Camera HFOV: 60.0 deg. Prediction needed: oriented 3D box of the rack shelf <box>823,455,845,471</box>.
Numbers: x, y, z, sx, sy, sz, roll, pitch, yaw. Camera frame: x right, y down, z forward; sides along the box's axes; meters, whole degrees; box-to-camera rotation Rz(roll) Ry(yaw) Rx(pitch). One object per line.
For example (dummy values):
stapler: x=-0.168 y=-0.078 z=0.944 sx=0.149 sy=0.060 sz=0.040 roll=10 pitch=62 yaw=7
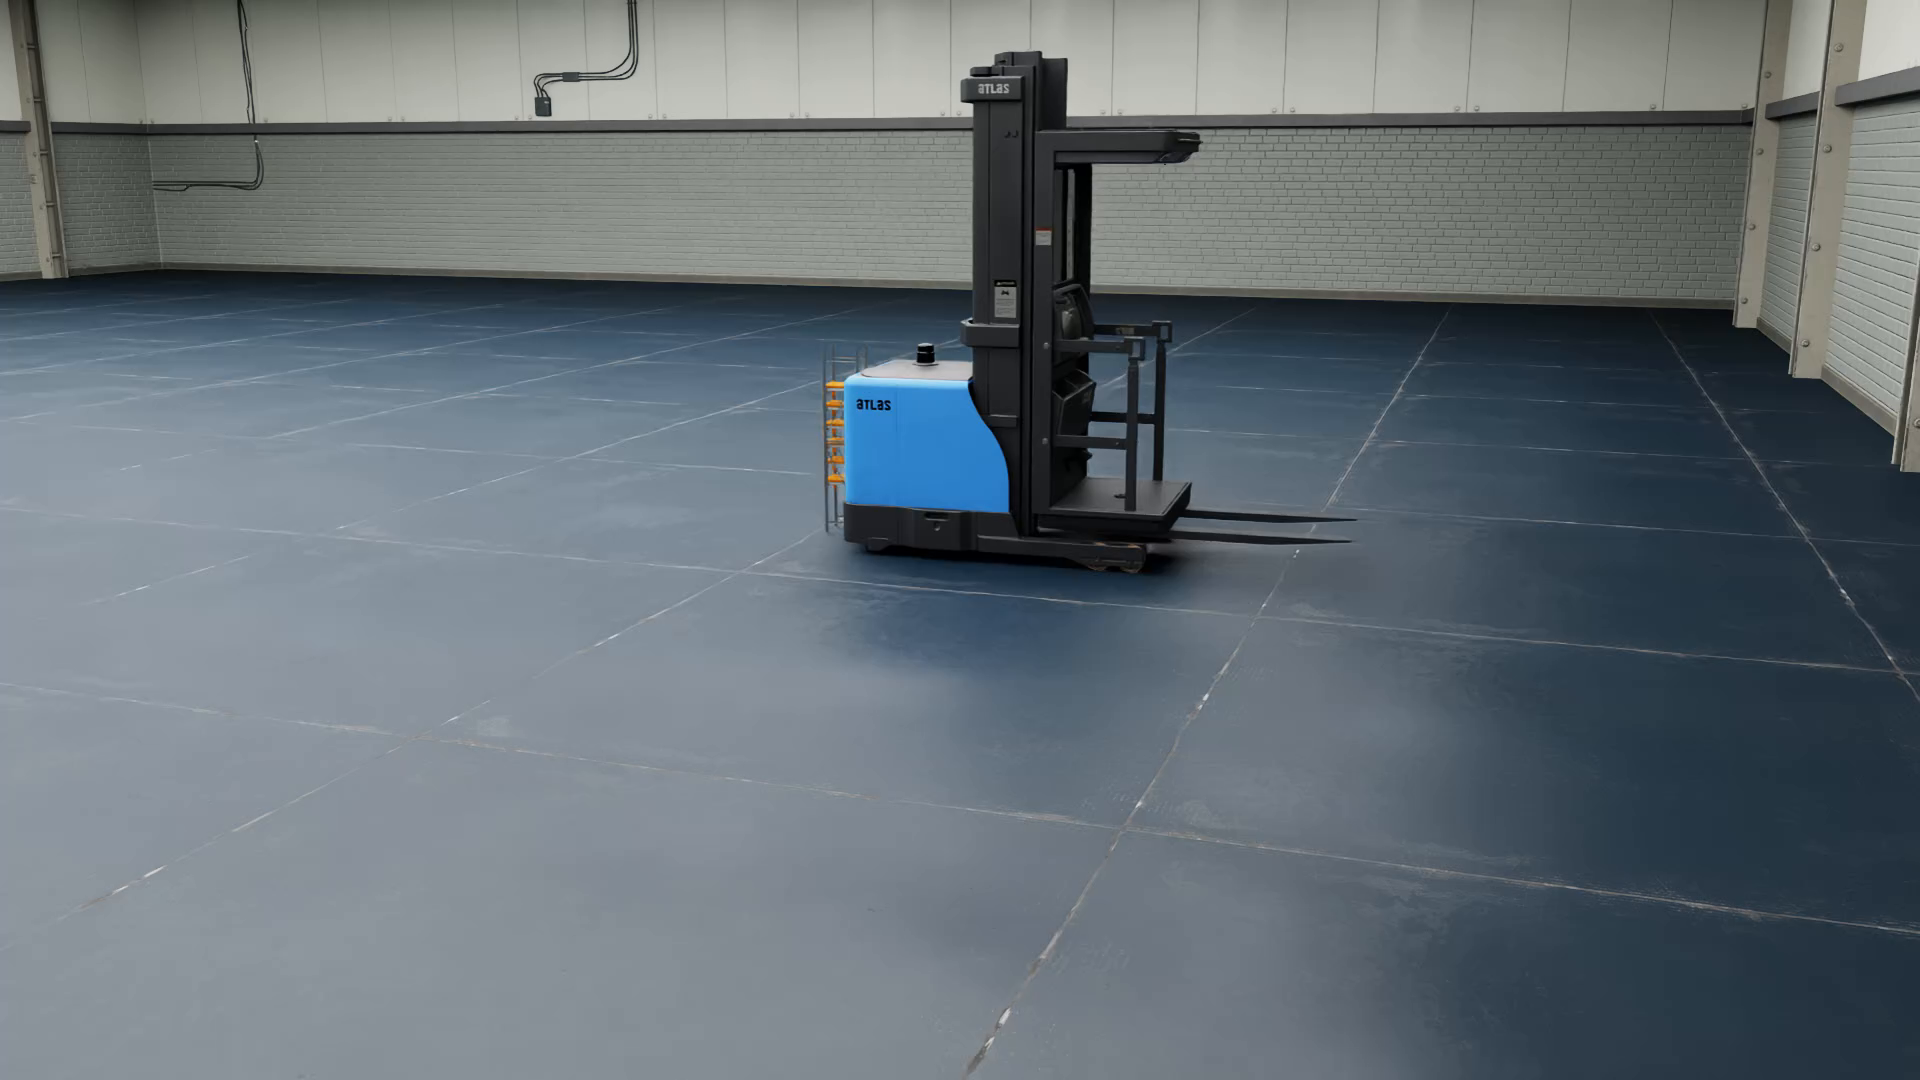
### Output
rack shelf: x=-0.722 y=-0.473 z=10.602 sx=0.258 sy=0.103 sz=0.180 roll=3 pitch=13 yaw=14

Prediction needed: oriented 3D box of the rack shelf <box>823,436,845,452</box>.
rack shelf: x=-0.722 y=-0.590 z=10.575 sx=0.258 sy=0.103 sz=0.180 roll=3 pitch=13 yaw=14

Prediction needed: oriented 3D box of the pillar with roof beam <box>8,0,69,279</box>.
pillar with roof beam: x=-14.394 y=-9.430 z=31.580 sx=9.100 sy=9.000 sz=0.400 roll=4 pitch=14 yaw=18

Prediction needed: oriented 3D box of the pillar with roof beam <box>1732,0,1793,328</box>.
pillar with roof beam: x=7.265 y=-7.782 z=24.359 sx=9.100 sy=9.000 sz=0.400 roll=4 pitch=14 yaw=18

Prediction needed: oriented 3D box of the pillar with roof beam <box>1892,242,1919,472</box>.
pillar with roof beam: x=3.383 y=-5.255 z=13.289 sx=9.100 sy=9.000 sz=0.400 roll=4 pitch=14 yaw=18

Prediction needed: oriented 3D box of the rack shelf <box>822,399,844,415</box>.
rack shelf: x=-0.722 y=-0.824 z=10.522 sx=0.258 sy=0.103 sz=0.180 roll=3 pitch=13 yaw=14

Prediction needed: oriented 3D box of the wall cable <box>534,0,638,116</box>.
wall cable: x=-7.285 y=-11.236 z=31.851 sx=2.305 sy=6.003 sz=0.169 roll=4 pitch=14 yaw=18

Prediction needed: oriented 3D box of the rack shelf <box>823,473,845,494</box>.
rack shelf: x=-0.722 y=-0.356 z=10.629 sx=0.258 sy=0.103 sz=0.180 roll=3 pitch=13 yaw=14

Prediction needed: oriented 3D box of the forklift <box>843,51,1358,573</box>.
forklift: x=0.863 y=-1.368 z=9.893 sx=3.031 sy=2.935 sz=1.130 roll=4 pitch=13 yaw=15

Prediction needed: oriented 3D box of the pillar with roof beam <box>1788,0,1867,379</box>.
pillar with roof beam: x=5.324 y=-6.518 z=18.824 sx=9.100 sy=9.000 sz=0.400 roll=4 pitch=14 yaw=18

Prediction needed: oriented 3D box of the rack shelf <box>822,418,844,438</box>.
rack shelf: x=-0.722 y=-0.707 z=10.549 sx=0.258 sy=0.103 sz=0.180 roll=3 pitch=13 yaw=14

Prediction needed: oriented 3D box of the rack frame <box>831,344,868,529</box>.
rack frame: x=-0.699 y=-0.653 z=10.652 sx=0.240 sy=1.200 sz=0.006 roll=3 pitch=13 yaw=14

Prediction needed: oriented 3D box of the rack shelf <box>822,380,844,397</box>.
rack shelf: x=-0.722 y=-0.941 z=10.495 sx=0.258 sy=0.103 sz=0.180 roll=3 pitch=13 yaw=14

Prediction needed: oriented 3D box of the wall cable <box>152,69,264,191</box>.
wall cable: x=-16.263 y=-8.751 z=35.584 sx=3.097 sy=2.526 sz=0.112 roll=4 pitch=14 yaw=18

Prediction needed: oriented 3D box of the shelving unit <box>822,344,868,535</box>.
shelving unit: x=-0.722 y=-0.633 z=10.566 sx=0.258 sy=1.200 sz=0.189 roll=3 pitch=13 yaw=14

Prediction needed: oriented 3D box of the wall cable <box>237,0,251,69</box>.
wall cable: x=-13.703 y=-11.018 z=34.168 sx=3.097 sy=2.526 sz=0.112 roll=4 pitch=14 yaw=18

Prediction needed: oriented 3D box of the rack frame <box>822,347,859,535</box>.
rack frame: x=-0.745 y=-0.613 z=10.479 sx=0.240 sy=1.200 sz=0.006 roll=3 pitch=13 yaw=14
